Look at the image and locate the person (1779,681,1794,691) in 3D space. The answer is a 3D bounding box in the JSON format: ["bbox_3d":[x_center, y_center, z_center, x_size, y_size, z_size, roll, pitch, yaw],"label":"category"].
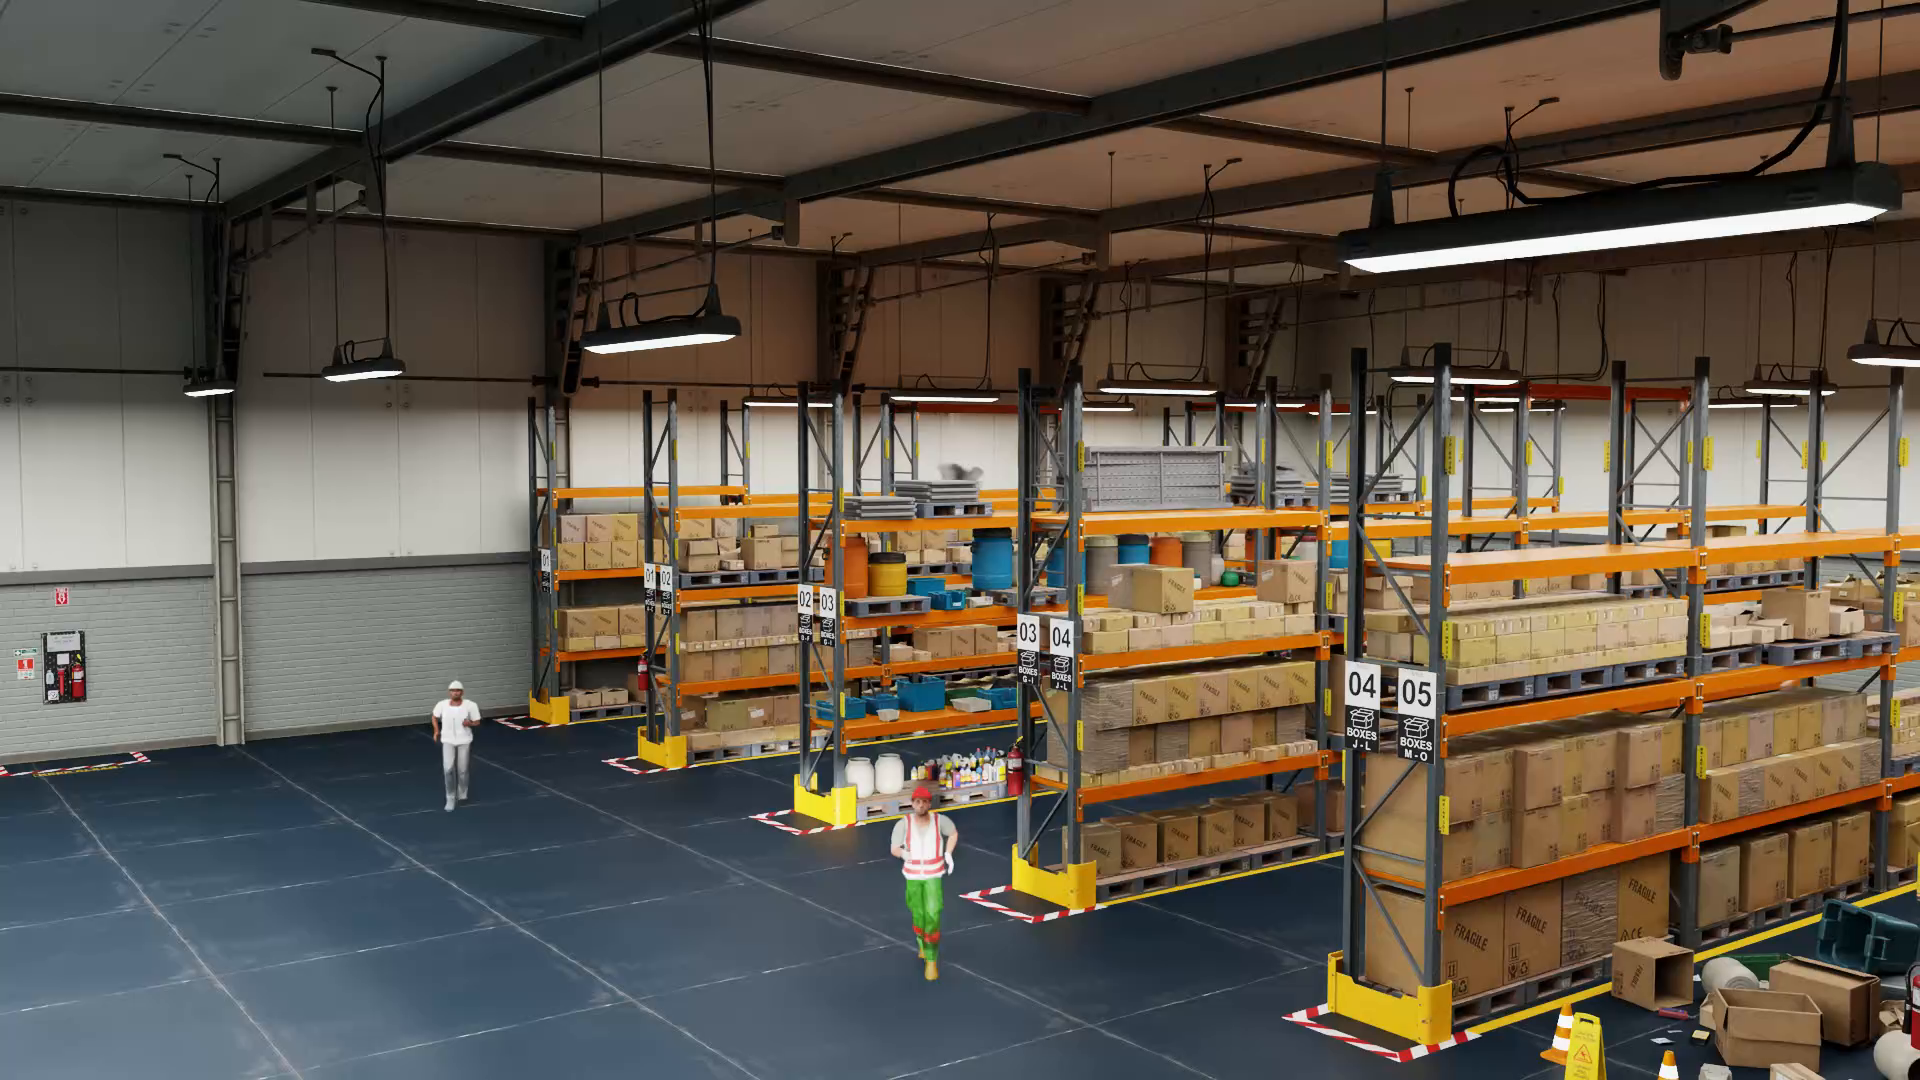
[{"bbox_3d":[11.613,2.857,23.449,1.034,1.775,0.708,-2,4,-35],"label":"person"}]

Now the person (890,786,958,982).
[{"bbox_3d":[-0.359,3.314,16.210,0.633,1.848,0.793,0,3,5],"label":"person"}]

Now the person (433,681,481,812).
[{"bbox_3d":[-7.120,2.899,23.516,0.675,1.830,0.722,-1,3,-13],"label":"person"}]
